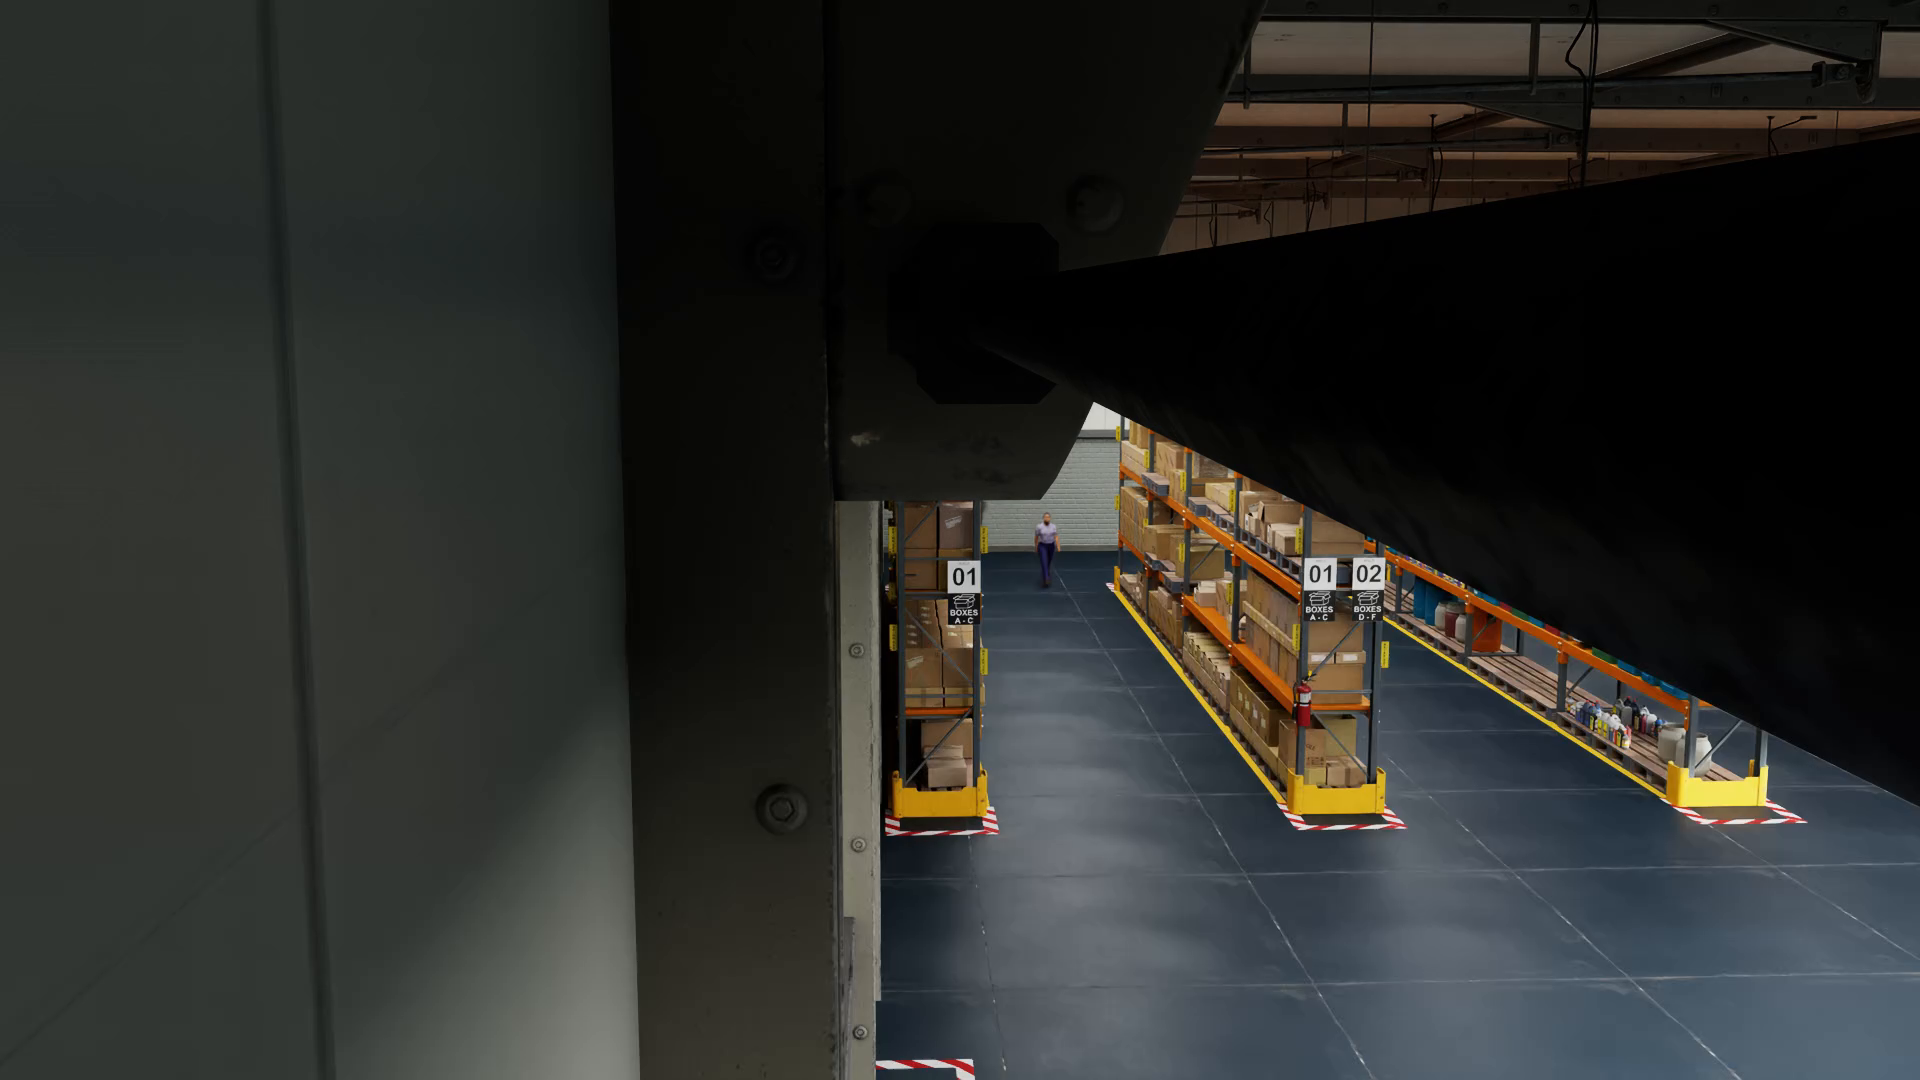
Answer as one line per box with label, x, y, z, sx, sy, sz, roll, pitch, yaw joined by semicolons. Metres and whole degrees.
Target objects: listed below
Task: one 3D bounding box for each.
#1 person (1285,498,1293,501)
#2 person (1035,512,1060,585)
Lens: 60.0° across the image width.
person;7.829;-0.157;39.456;0.505;1.668;0.629;-3;9;-22
person;1.956;0.179;37.194;0.486;1.583;1.015;-3;9;-21
